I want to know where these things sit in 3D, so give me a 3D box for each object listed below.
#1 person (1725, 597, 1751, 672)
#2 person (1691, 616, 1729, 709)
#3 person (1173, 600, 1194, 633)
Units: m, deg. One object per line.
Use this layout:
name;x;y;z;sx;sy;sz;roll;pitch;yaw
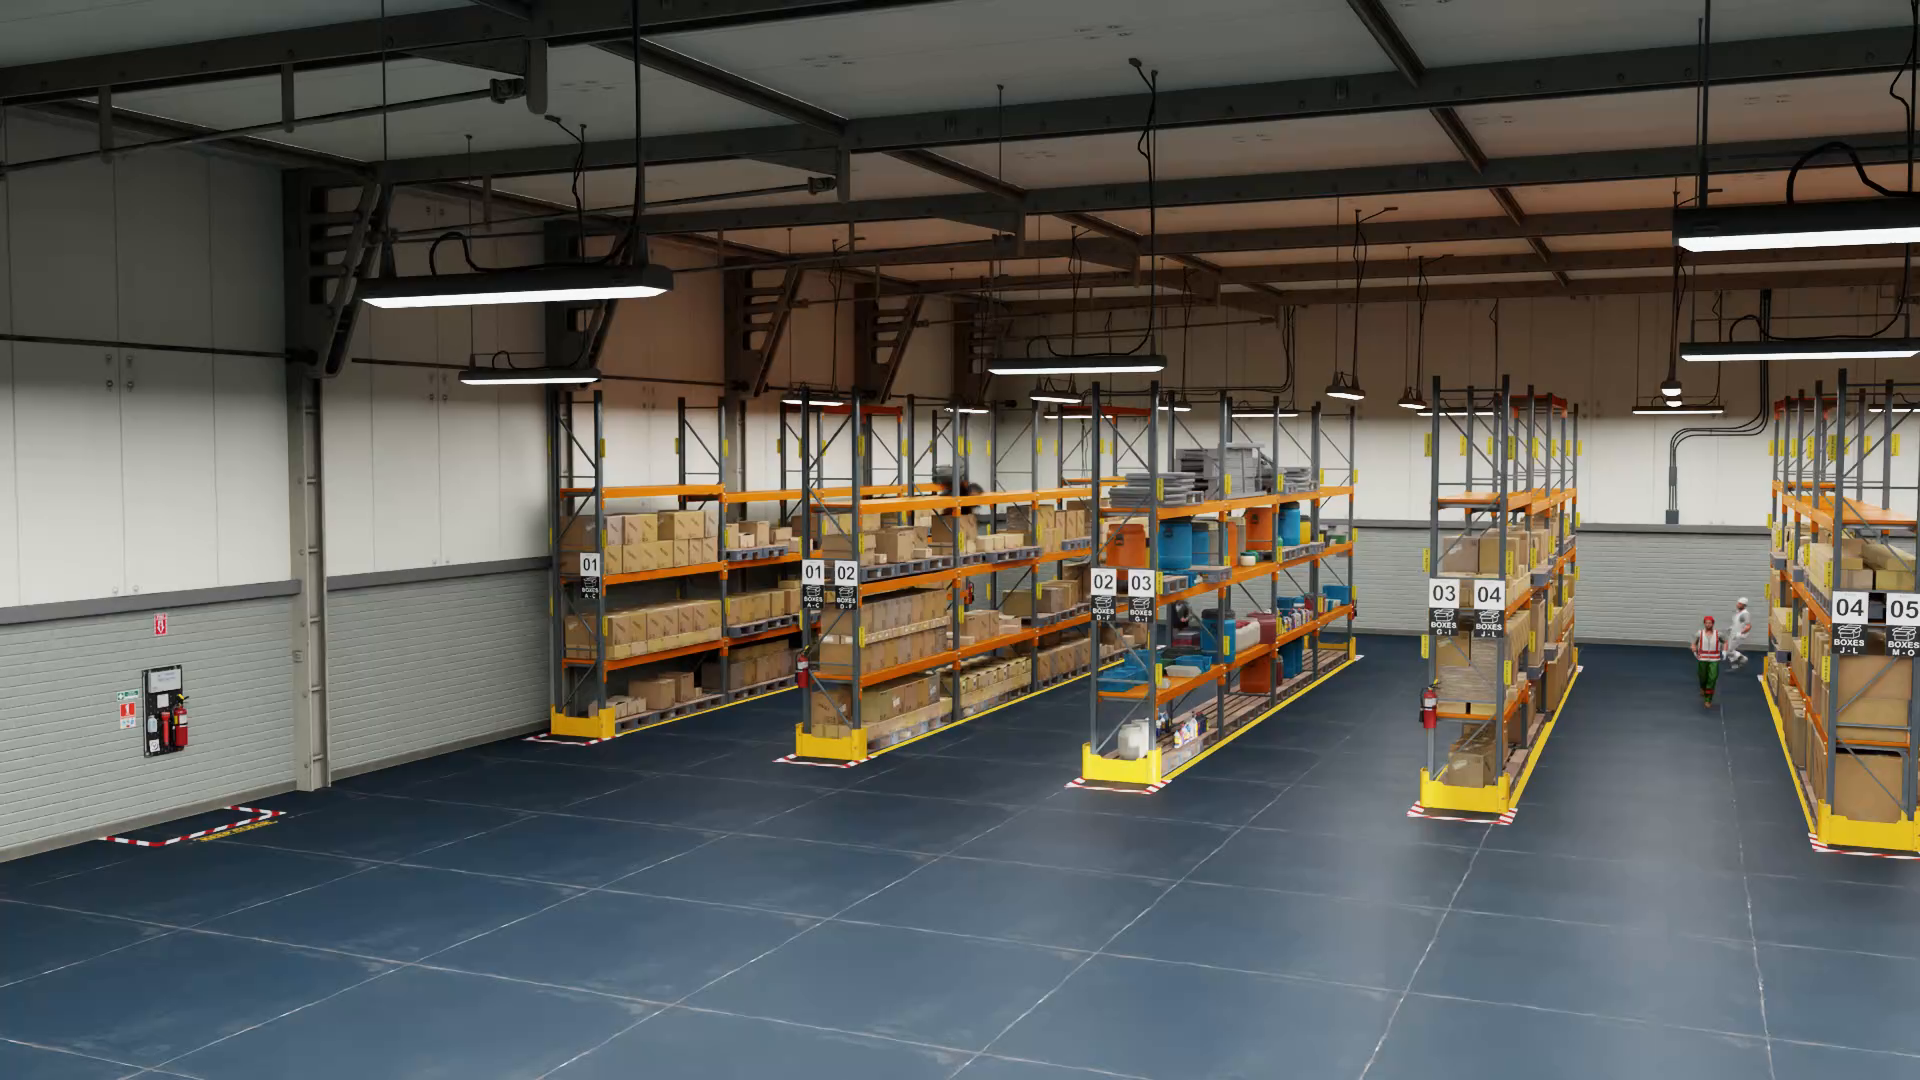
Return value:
person;17.267;2.116;36.914;0.552;1.706;0.728;1;3;9
person;14.546;2.351;32.280;0.669;1.766;0.898;1;3;25
person;5.070;2.036;38.453;0.669;1.691;0.812;1;3;17
